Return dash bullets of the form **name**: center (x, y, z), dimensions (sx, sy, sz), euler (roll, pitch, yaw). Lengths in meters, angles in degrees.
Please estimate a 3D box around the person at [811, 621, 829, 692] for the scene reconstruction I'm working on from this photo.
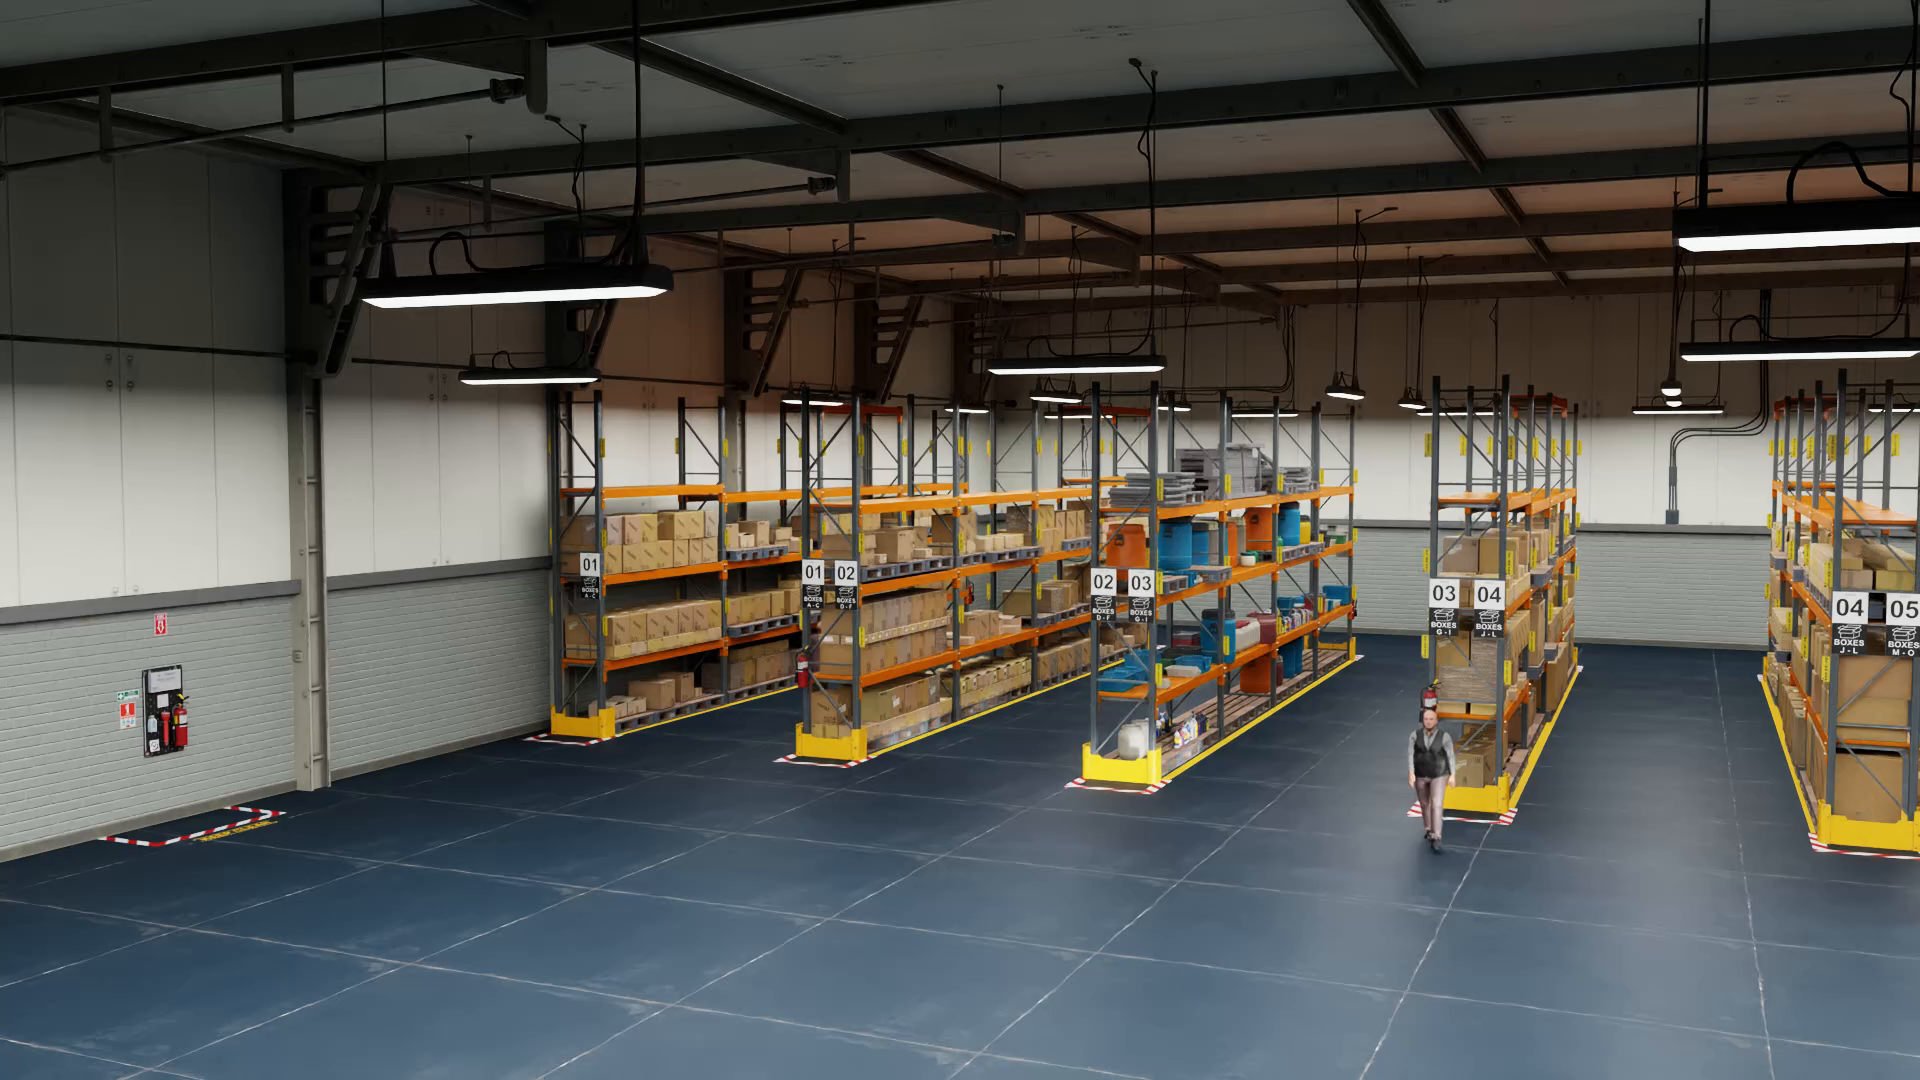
- **person**: center (-2.578, 2.416, 31.031), dimensions (0.626, 1.815, 0.594), euler (1, 3, 13)

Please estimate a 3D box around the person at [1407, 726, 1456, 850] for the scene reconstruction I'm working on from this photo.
- **person**: center (5.888, 3.077, 20.885), dimensions (0.569, 1.480, 0.960), euler (2, 4, 30)
